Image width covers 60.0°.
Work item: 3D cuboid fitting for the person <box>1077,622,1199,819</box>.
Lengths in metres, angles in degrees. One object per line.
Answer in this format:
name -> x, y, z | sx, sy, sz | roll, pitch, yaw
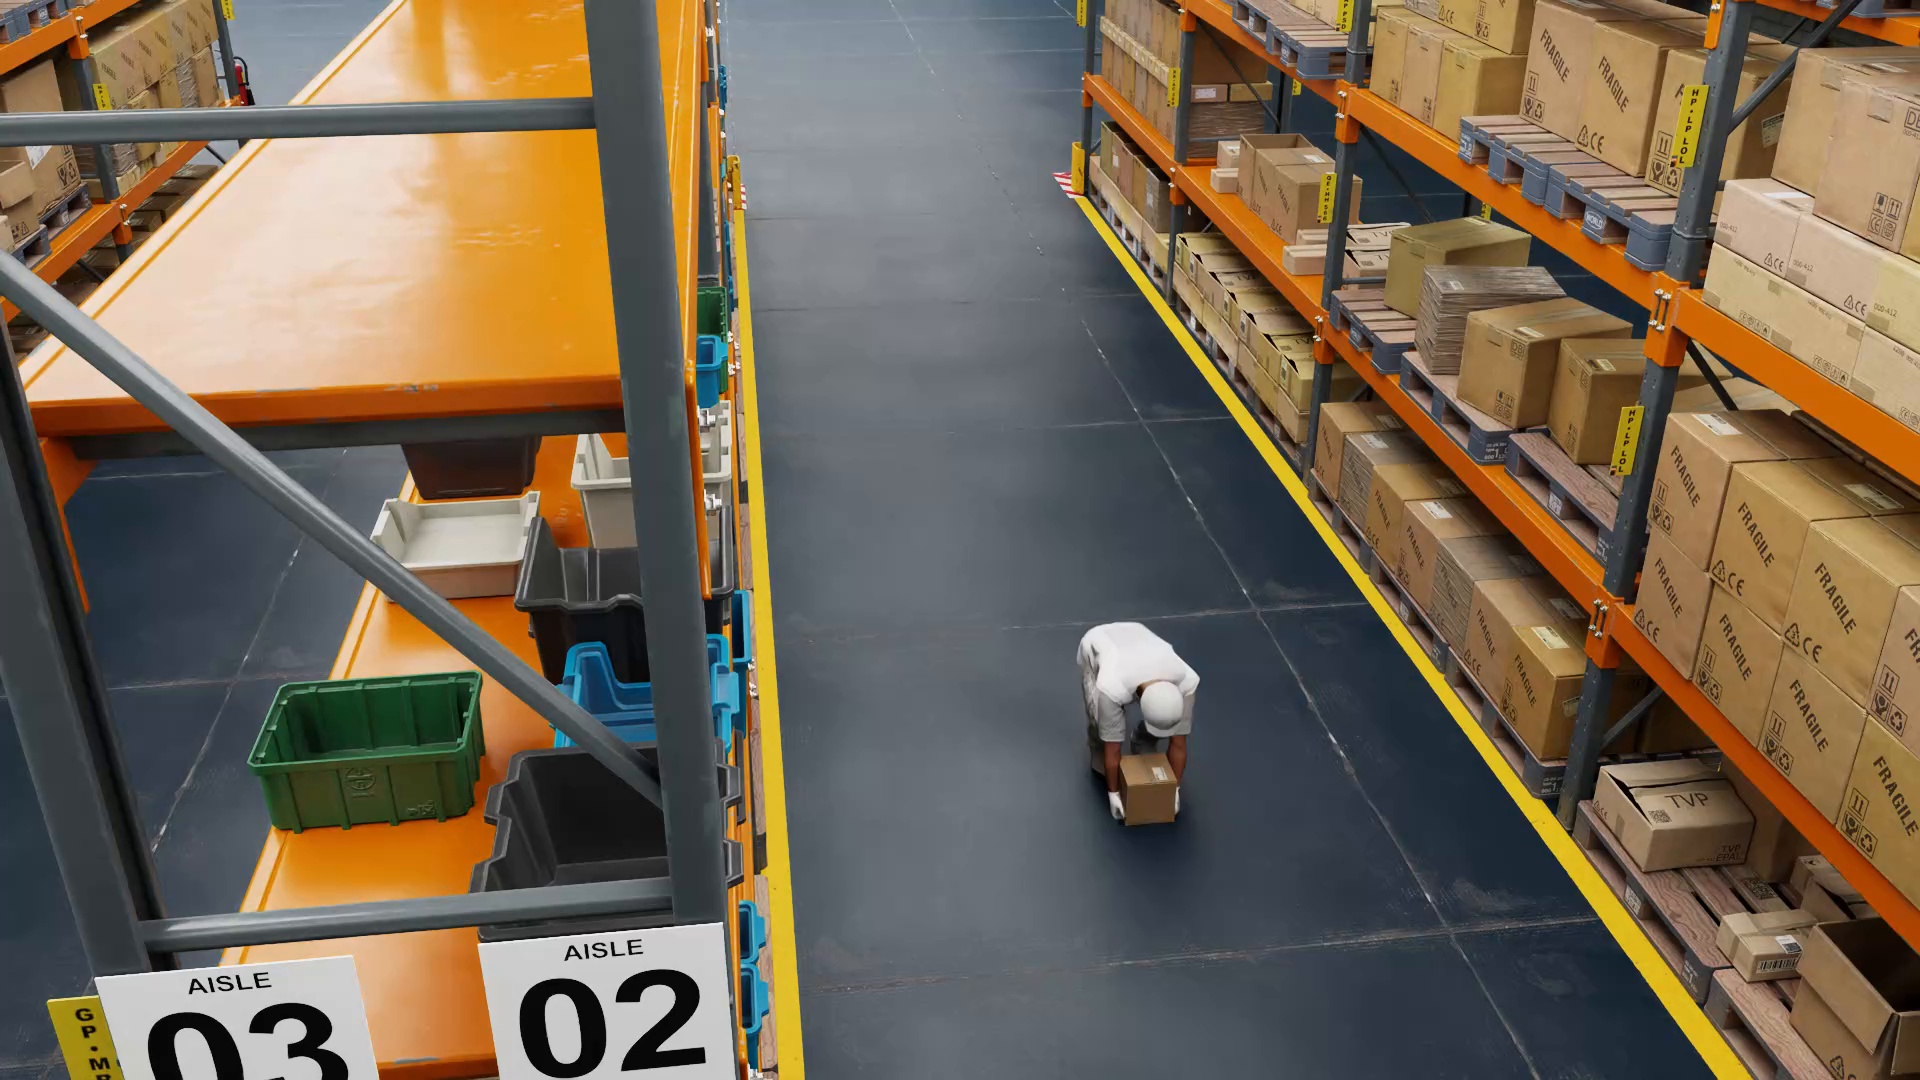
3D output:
person -> 0.912, 0.872, 8.484 | 0.543, 0.813, 0.979 | -4, 27, -8
